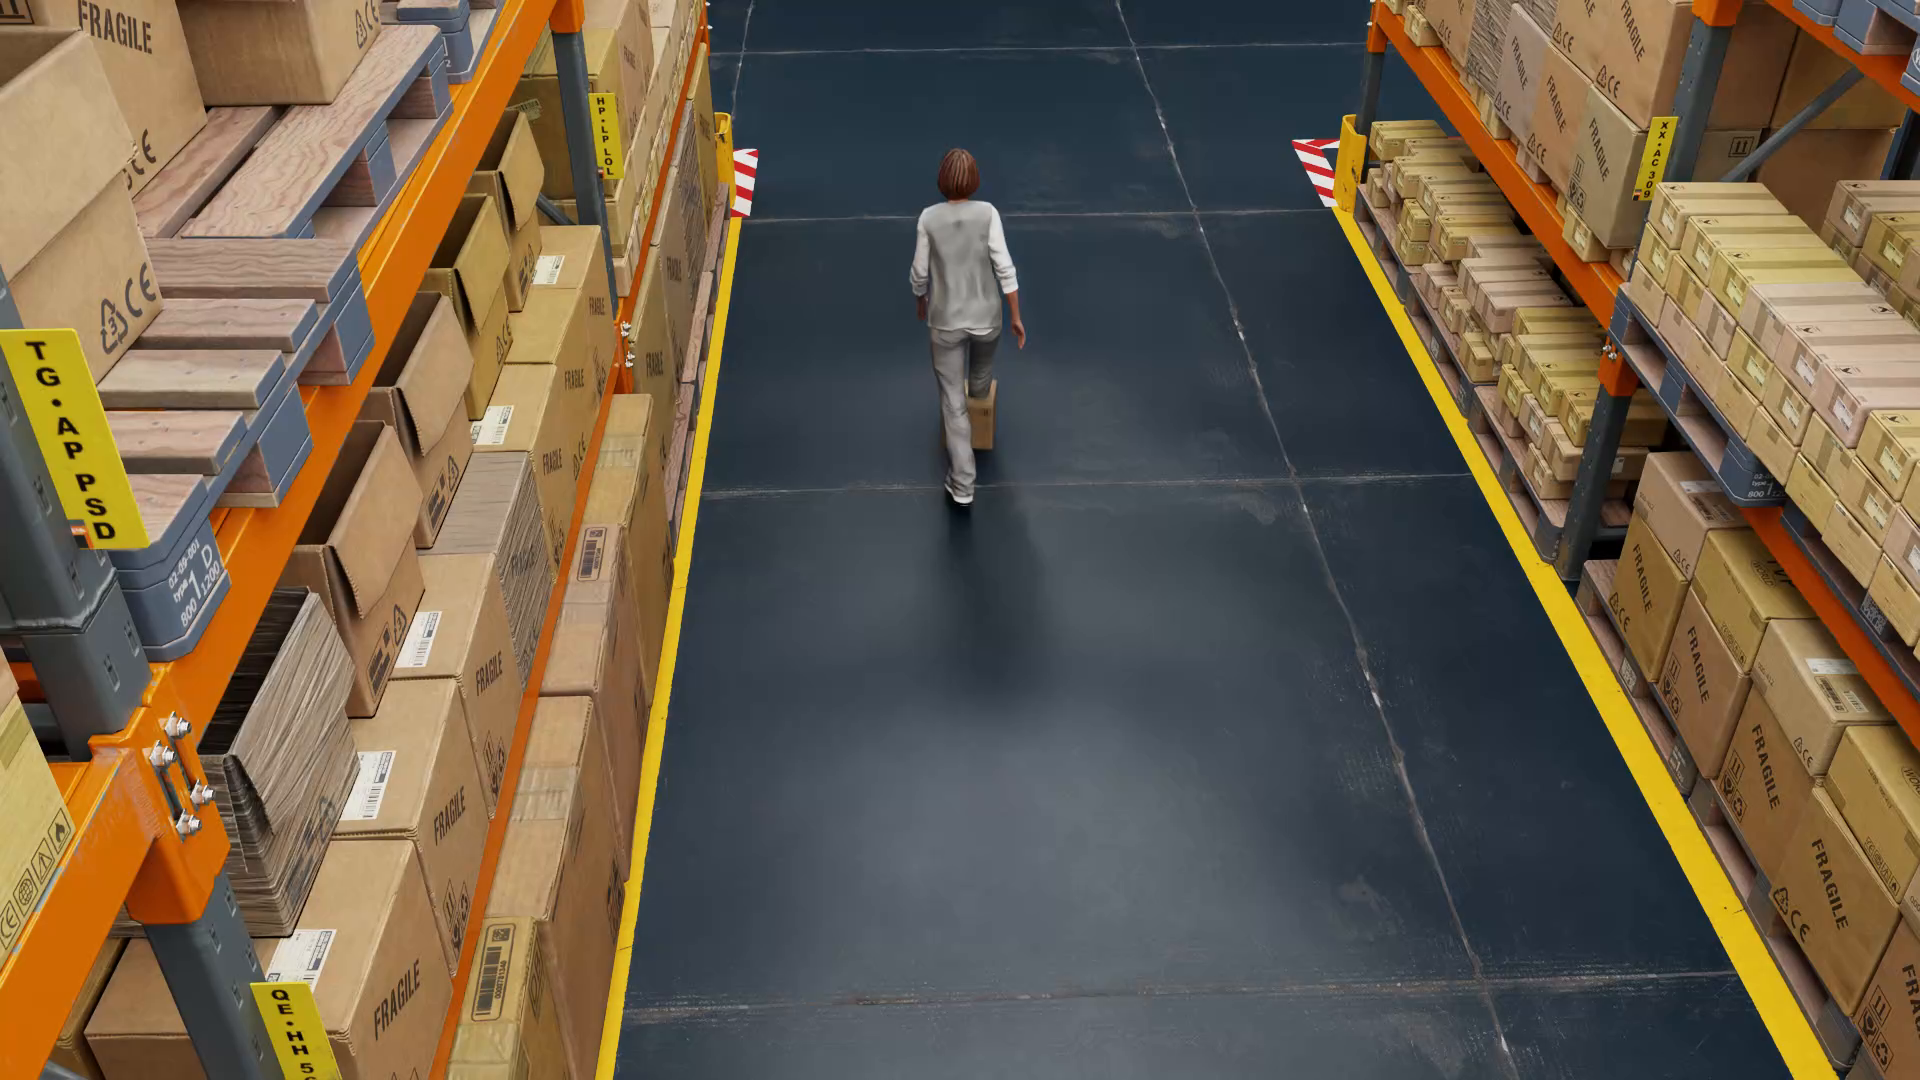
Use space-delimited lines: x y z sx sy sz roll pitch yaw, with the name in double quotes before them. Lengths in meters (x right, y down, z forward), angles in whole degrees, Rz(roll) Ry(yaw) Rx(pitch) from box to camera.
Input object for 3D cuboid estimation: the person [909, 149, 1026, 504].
"person" 0.025 -1.026 7.610 0.496 1.521 0.962 -5 36 -7
